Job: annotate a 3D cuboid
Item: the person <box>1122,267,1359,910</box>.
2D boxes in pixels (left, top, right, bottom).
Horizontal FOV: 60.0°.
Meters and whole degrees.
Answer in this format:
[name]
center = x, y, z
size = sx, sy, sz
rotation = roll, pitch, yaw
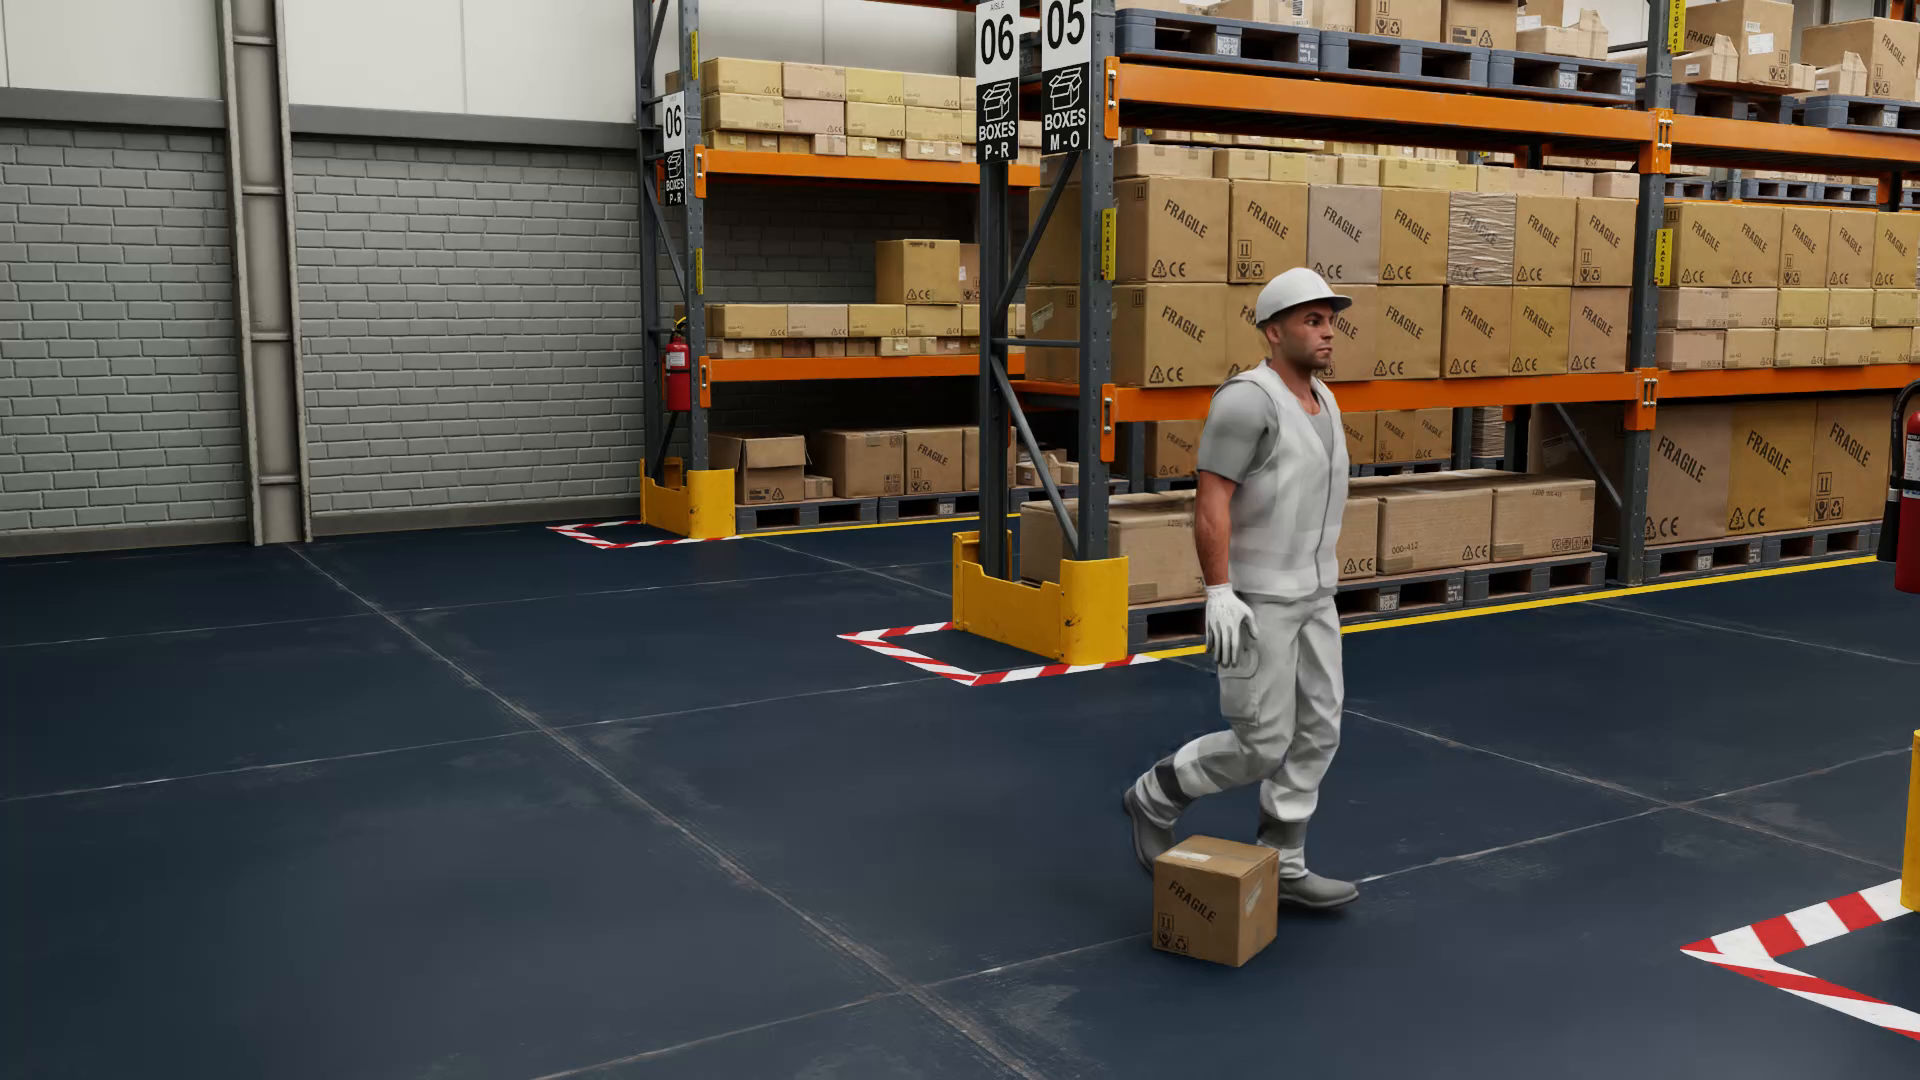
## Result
[person]
center = 0.771, 0.149, 4.594
size = 0.614, 1.778, 0.610
rotation = 7, 11, 42
